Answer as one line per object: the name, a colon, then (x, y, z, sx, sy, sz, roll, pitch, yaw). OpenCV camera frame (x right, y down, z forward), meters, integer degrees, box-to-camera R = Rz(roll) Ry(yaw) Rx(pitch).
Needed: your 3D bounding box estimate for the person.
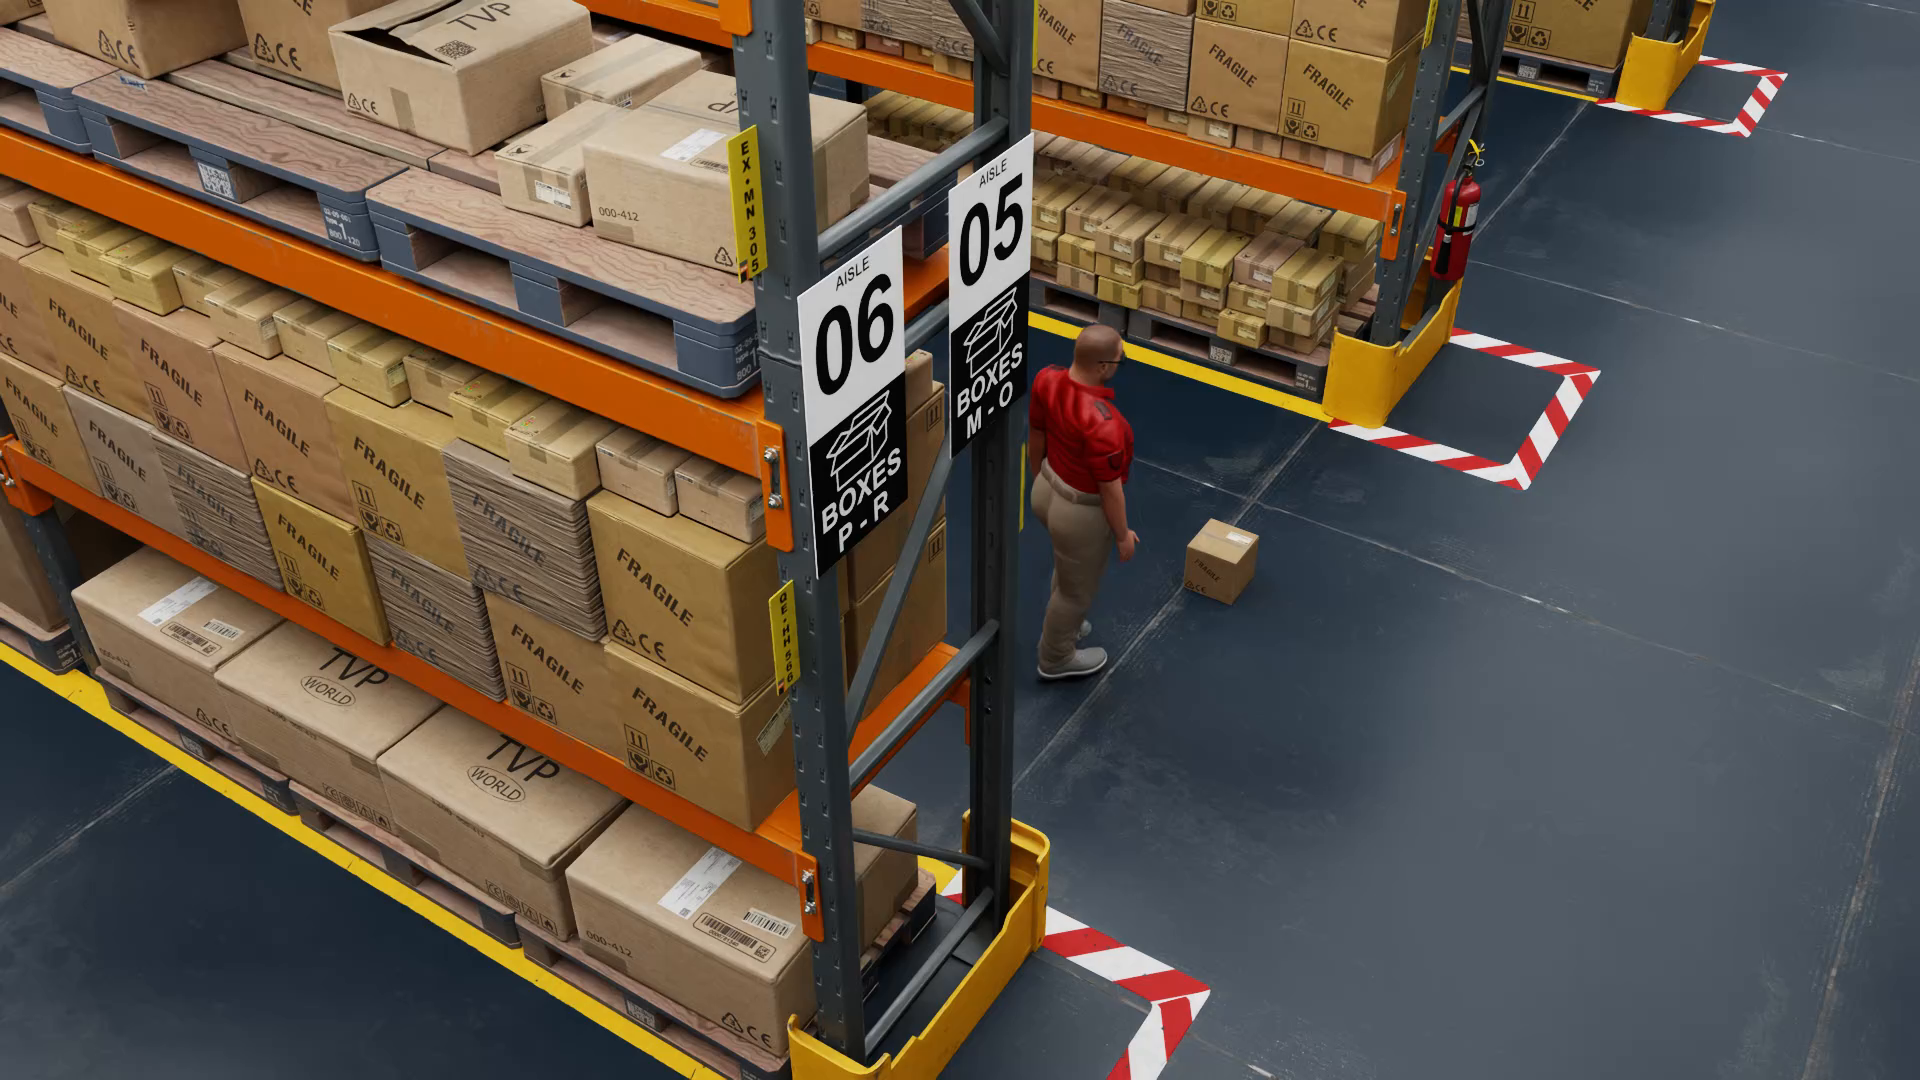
person: (0.523, -0.111, 6.872, 0.419, 1.798, 0.553, -16, 41, -20)
